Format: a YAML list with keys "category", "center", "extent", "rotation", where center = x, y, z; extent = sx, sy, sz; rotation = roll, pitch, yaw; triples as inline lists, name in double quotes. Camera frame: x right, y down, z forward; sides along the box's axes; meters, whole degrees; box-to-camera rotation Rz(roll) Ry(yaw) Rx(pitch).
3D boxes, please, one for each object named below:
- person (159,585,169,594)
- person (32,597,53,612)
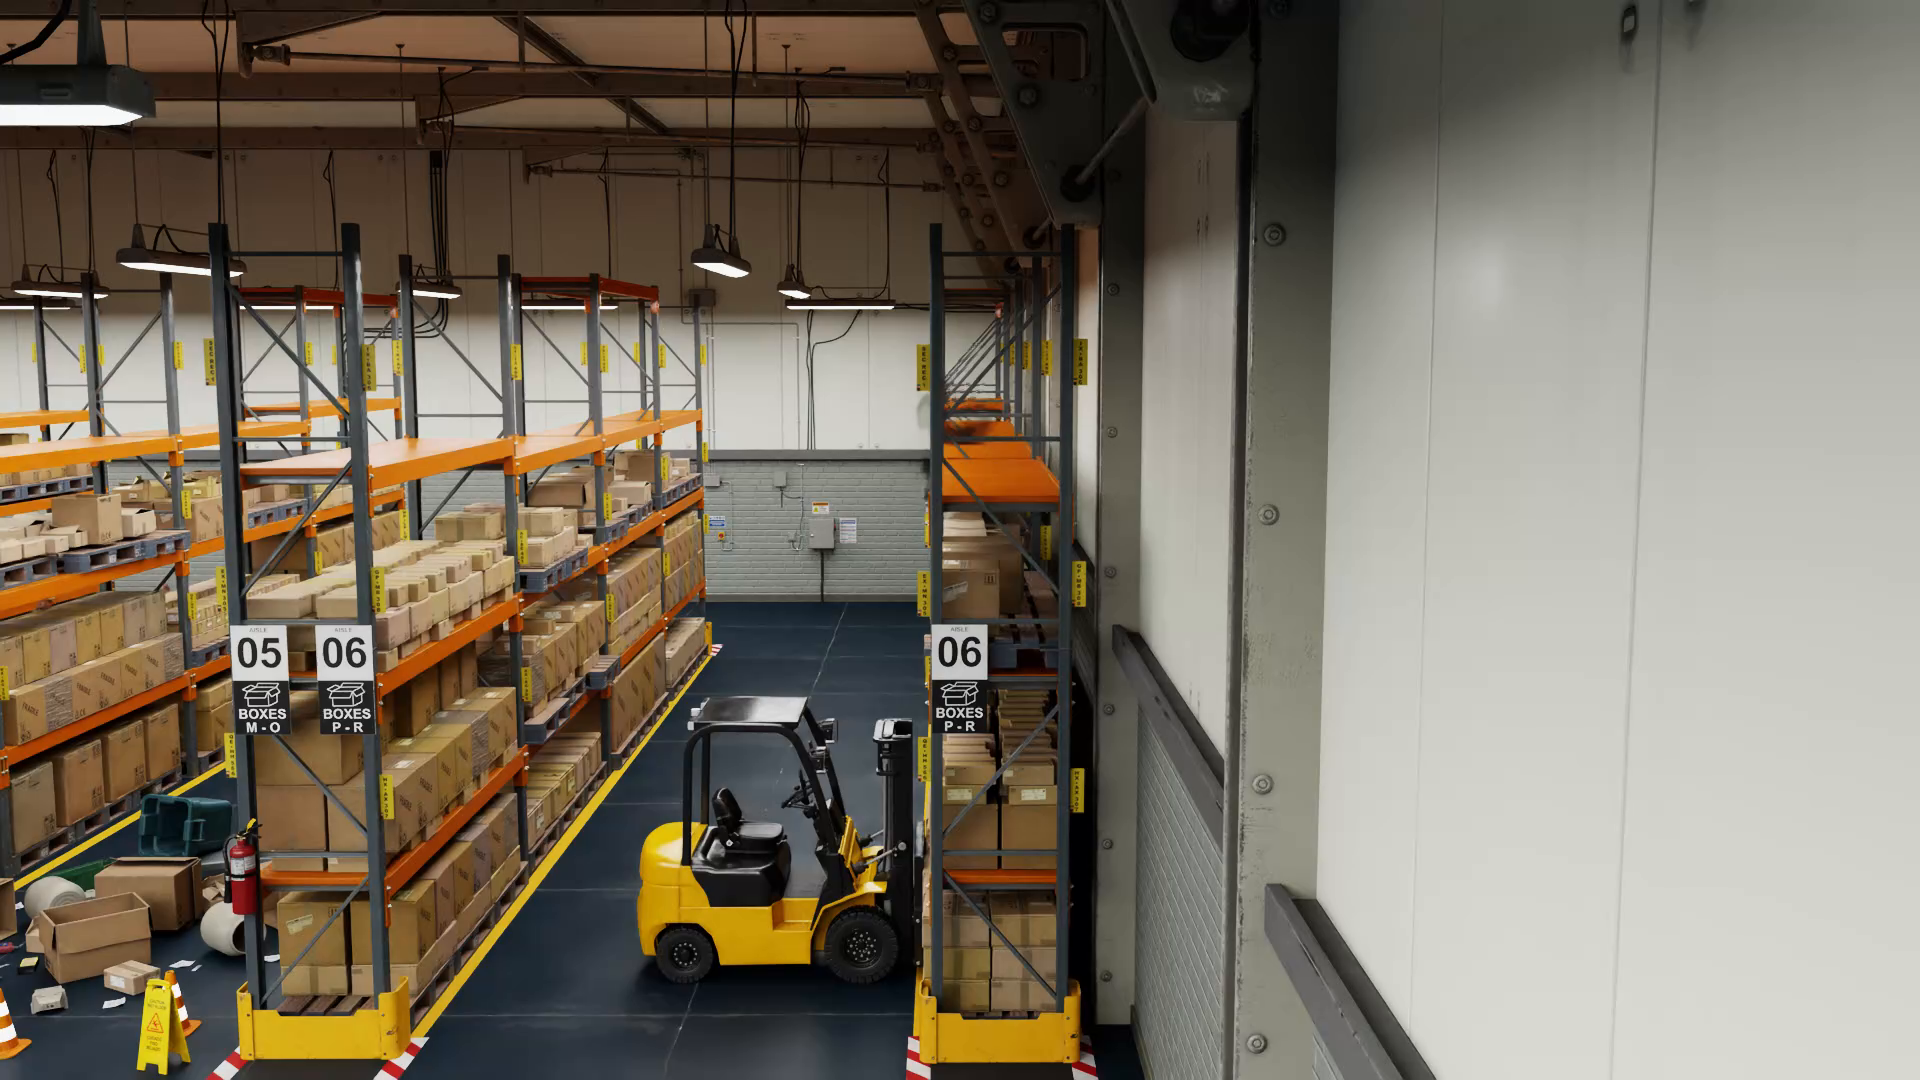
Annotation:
- category: "person"
  center: [-11.505, 1.501, 24.191]
  extent: [0.672, 1.743, 0.968]
  rotation: [0, 7, 2]
- category: "person"
  center: [-12.906, 1.571, 23.475]
  extent: [0.667, 1.736, 0.779]
  rotation: [0, 7, -1]
